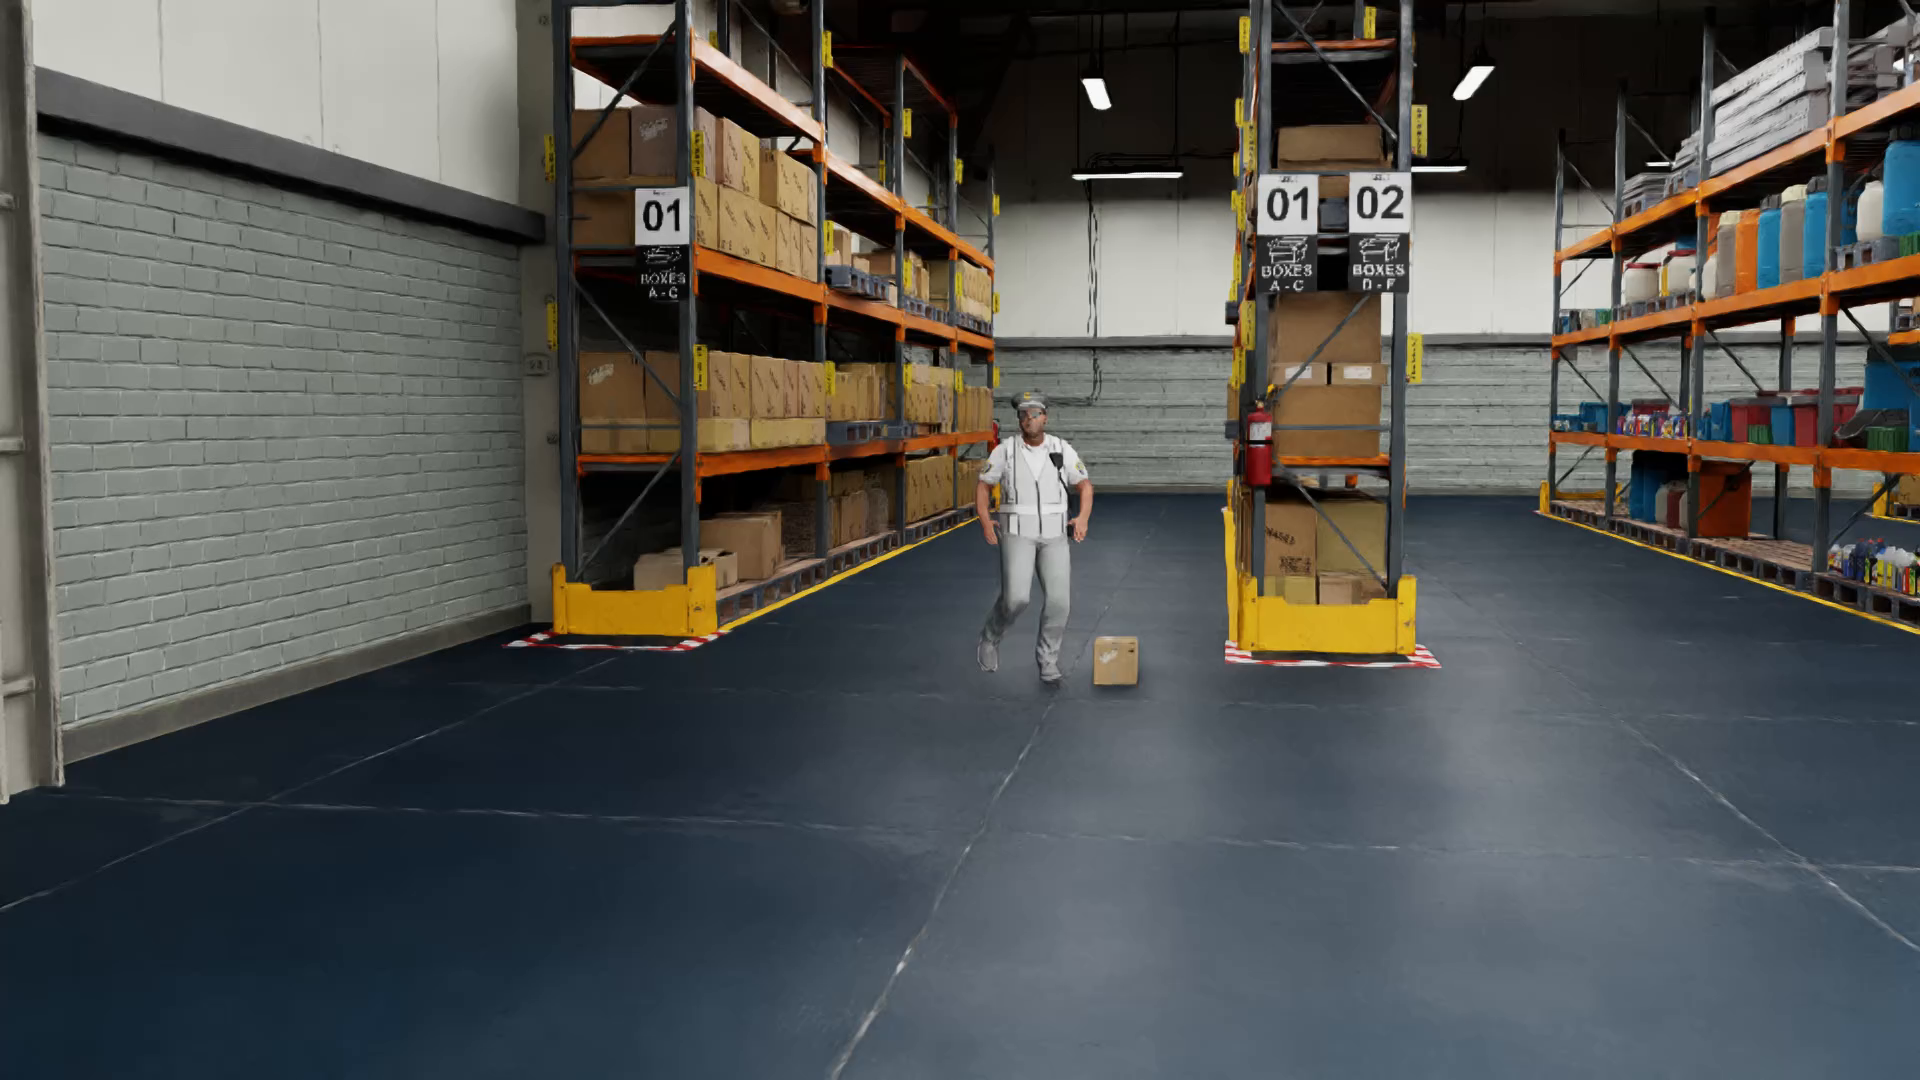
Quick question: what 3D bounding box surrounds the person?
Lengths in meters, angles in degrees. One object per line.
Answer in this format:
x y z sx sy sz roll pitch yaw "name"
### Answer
0.470 -0.029 10.044 0.714 1.751 0.503 -1 5 -11 "person"
